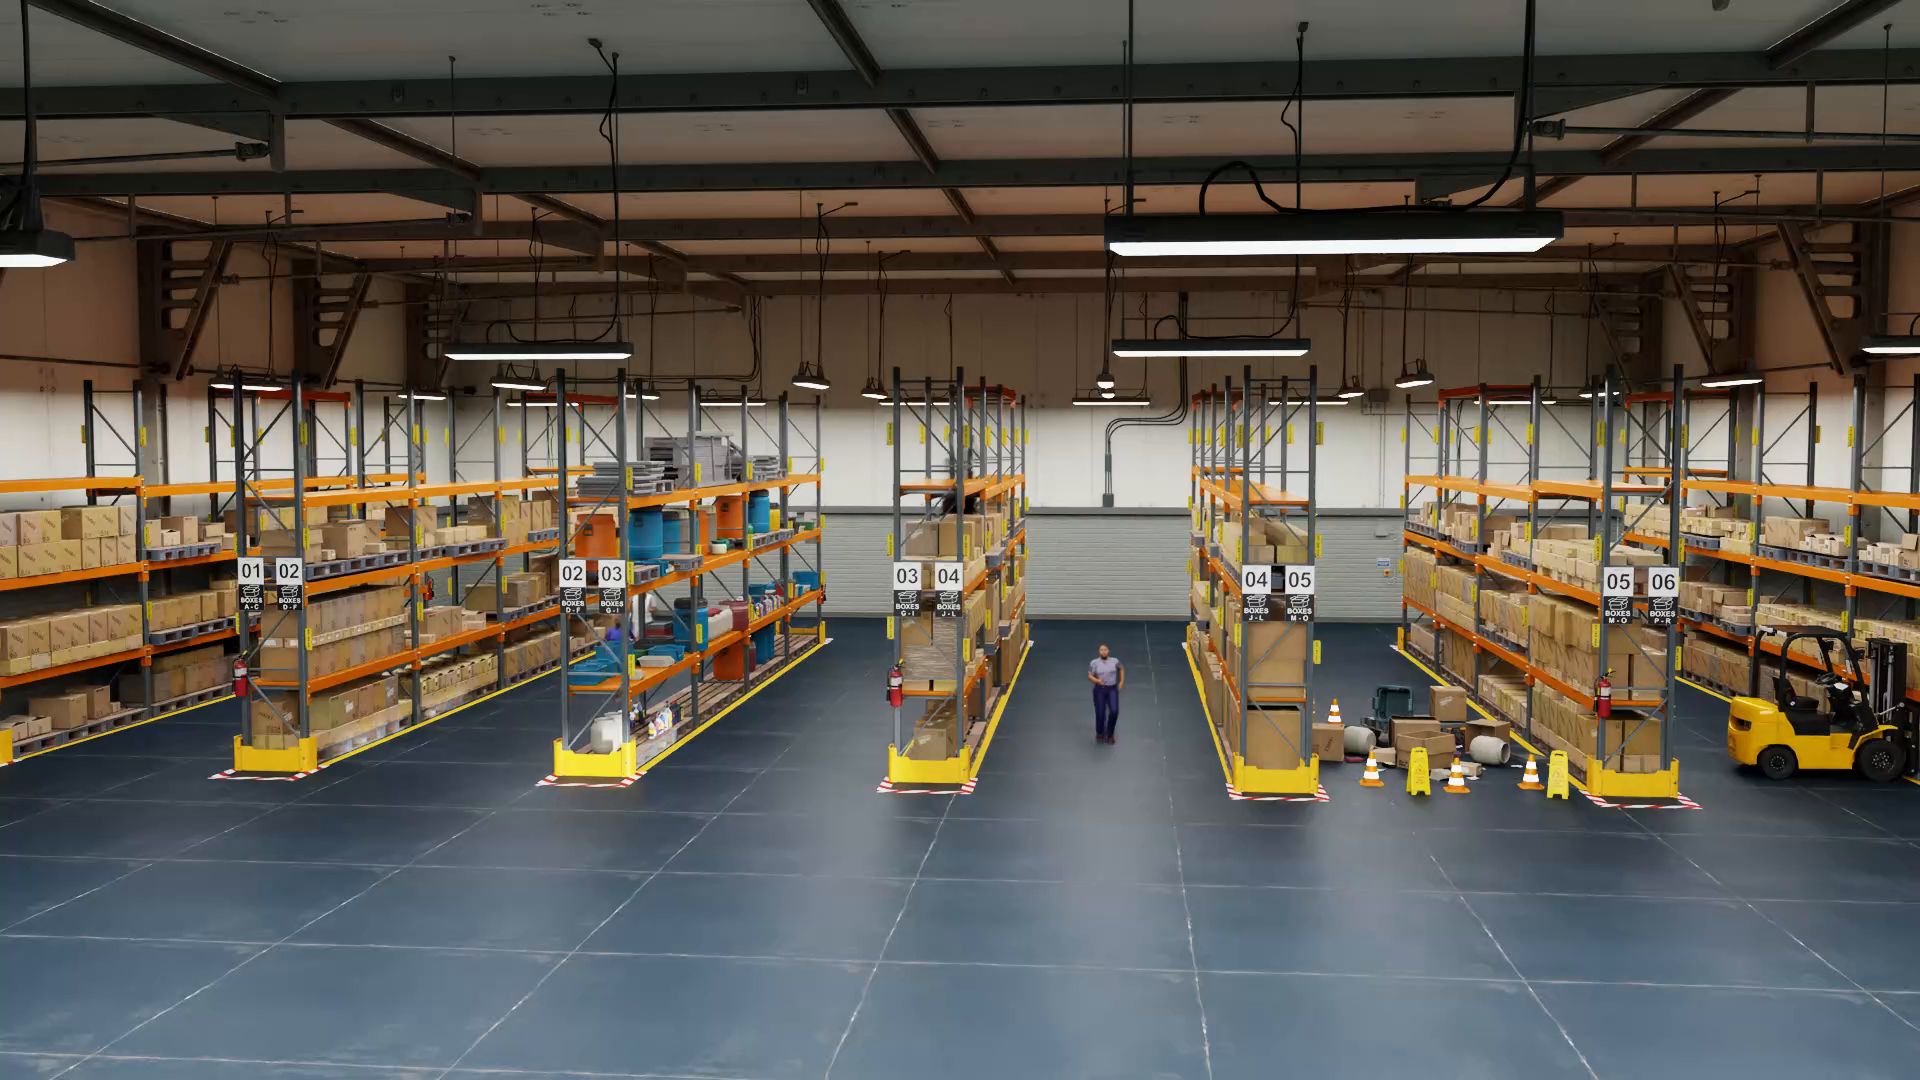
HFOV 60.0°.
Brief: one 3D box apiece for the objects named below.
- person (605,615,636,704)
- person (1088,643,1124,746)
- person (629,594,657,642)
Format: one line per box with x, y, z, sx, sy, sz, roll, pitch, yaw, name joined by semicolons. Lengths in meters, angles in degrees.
-6.459;2.232;31.568;0.585;1.648;0.834;0;4;0;person
2.386;2.522;27.147;0.610;1.666;0.706;0;4;1;person
-6.985;1.834;36.564;0.661;1.840;0.883;0;4;-5;person
